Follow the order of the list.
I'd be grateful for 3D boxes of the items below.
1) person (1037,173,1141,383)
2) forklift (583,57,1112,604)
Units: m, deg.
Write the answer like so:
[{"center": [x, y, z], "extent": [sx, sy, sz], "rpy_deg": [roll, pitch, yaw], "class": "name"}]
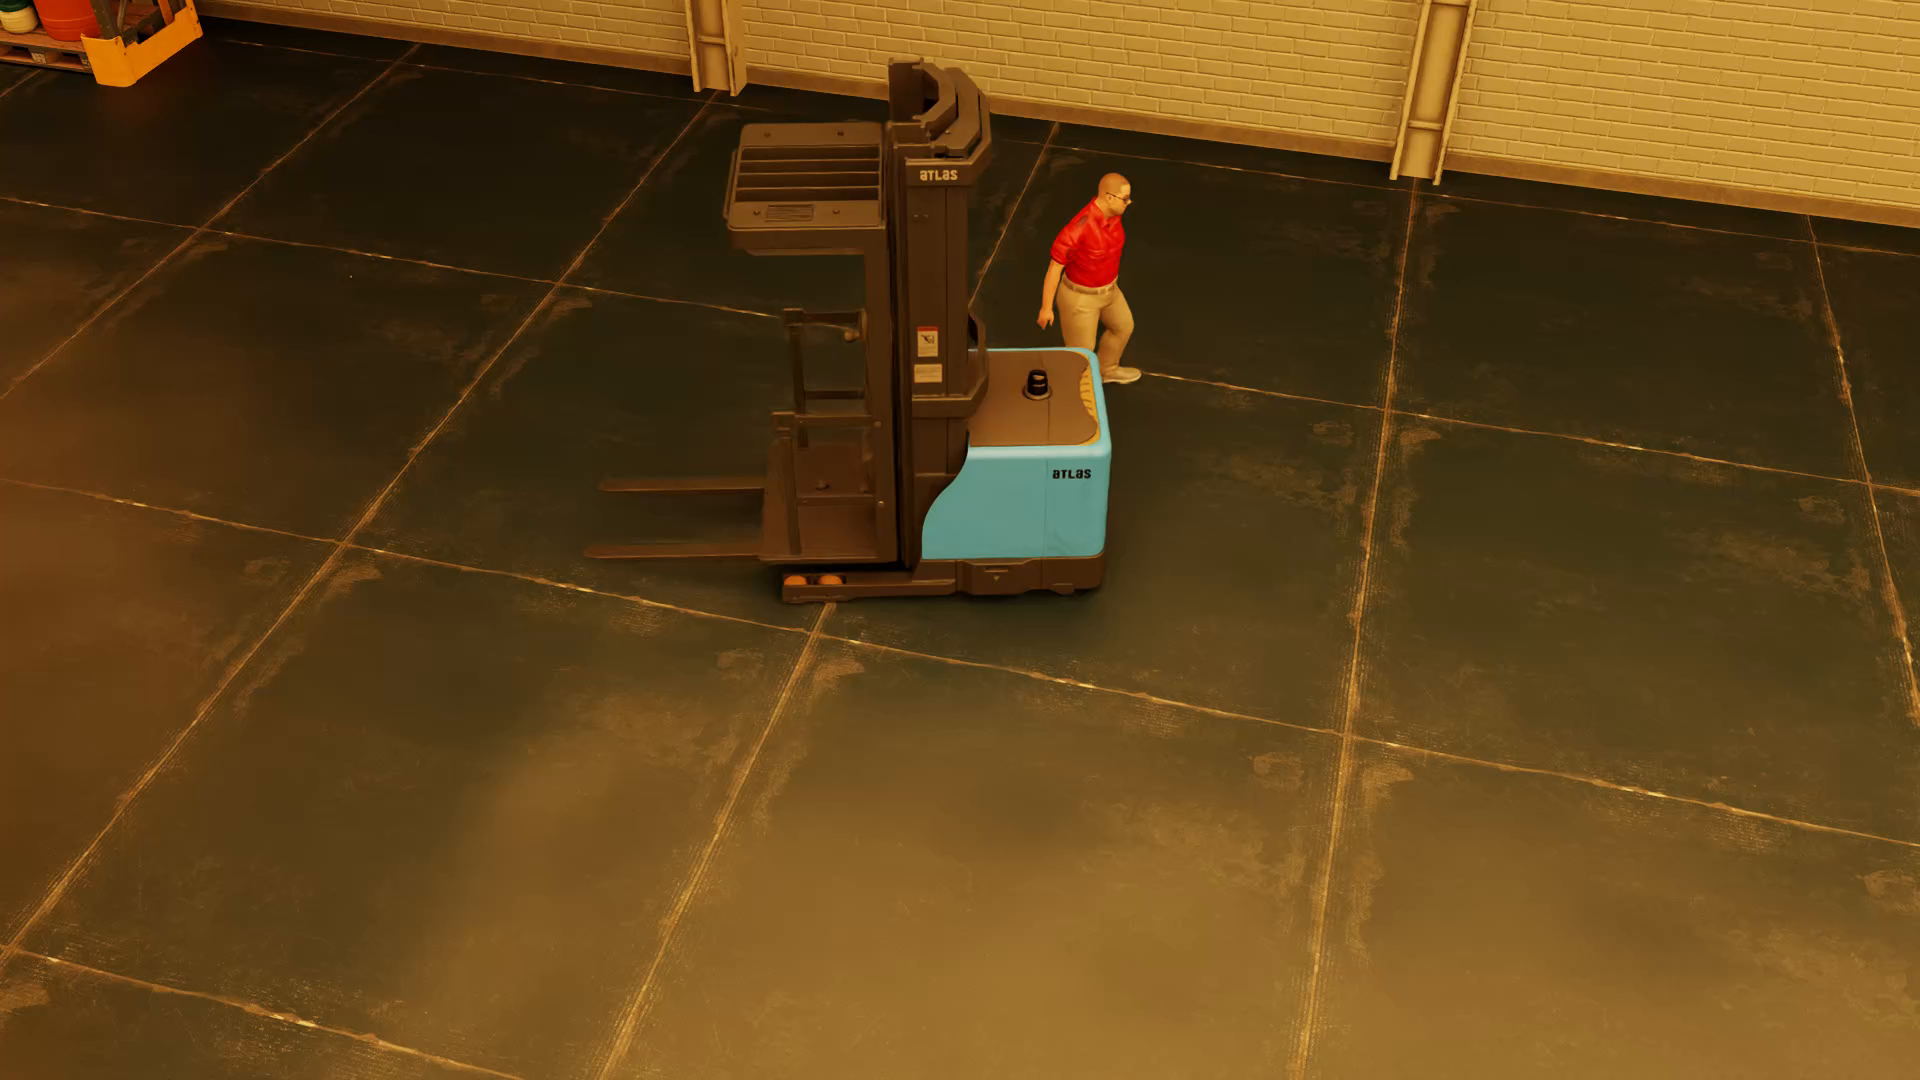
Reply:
[{"center": [0.833, -1.586, 10.629], "extent": [0.416, 1.701, 0.876], "rpy_deg": [28, 48, 28], "class": "person"}, {"center": [-0.683, -1.087, 9.101], "extent": [3.031, 2.935, 1.130], "rpy_deg": [-1, 41, -1], "class": "forklift"}]
